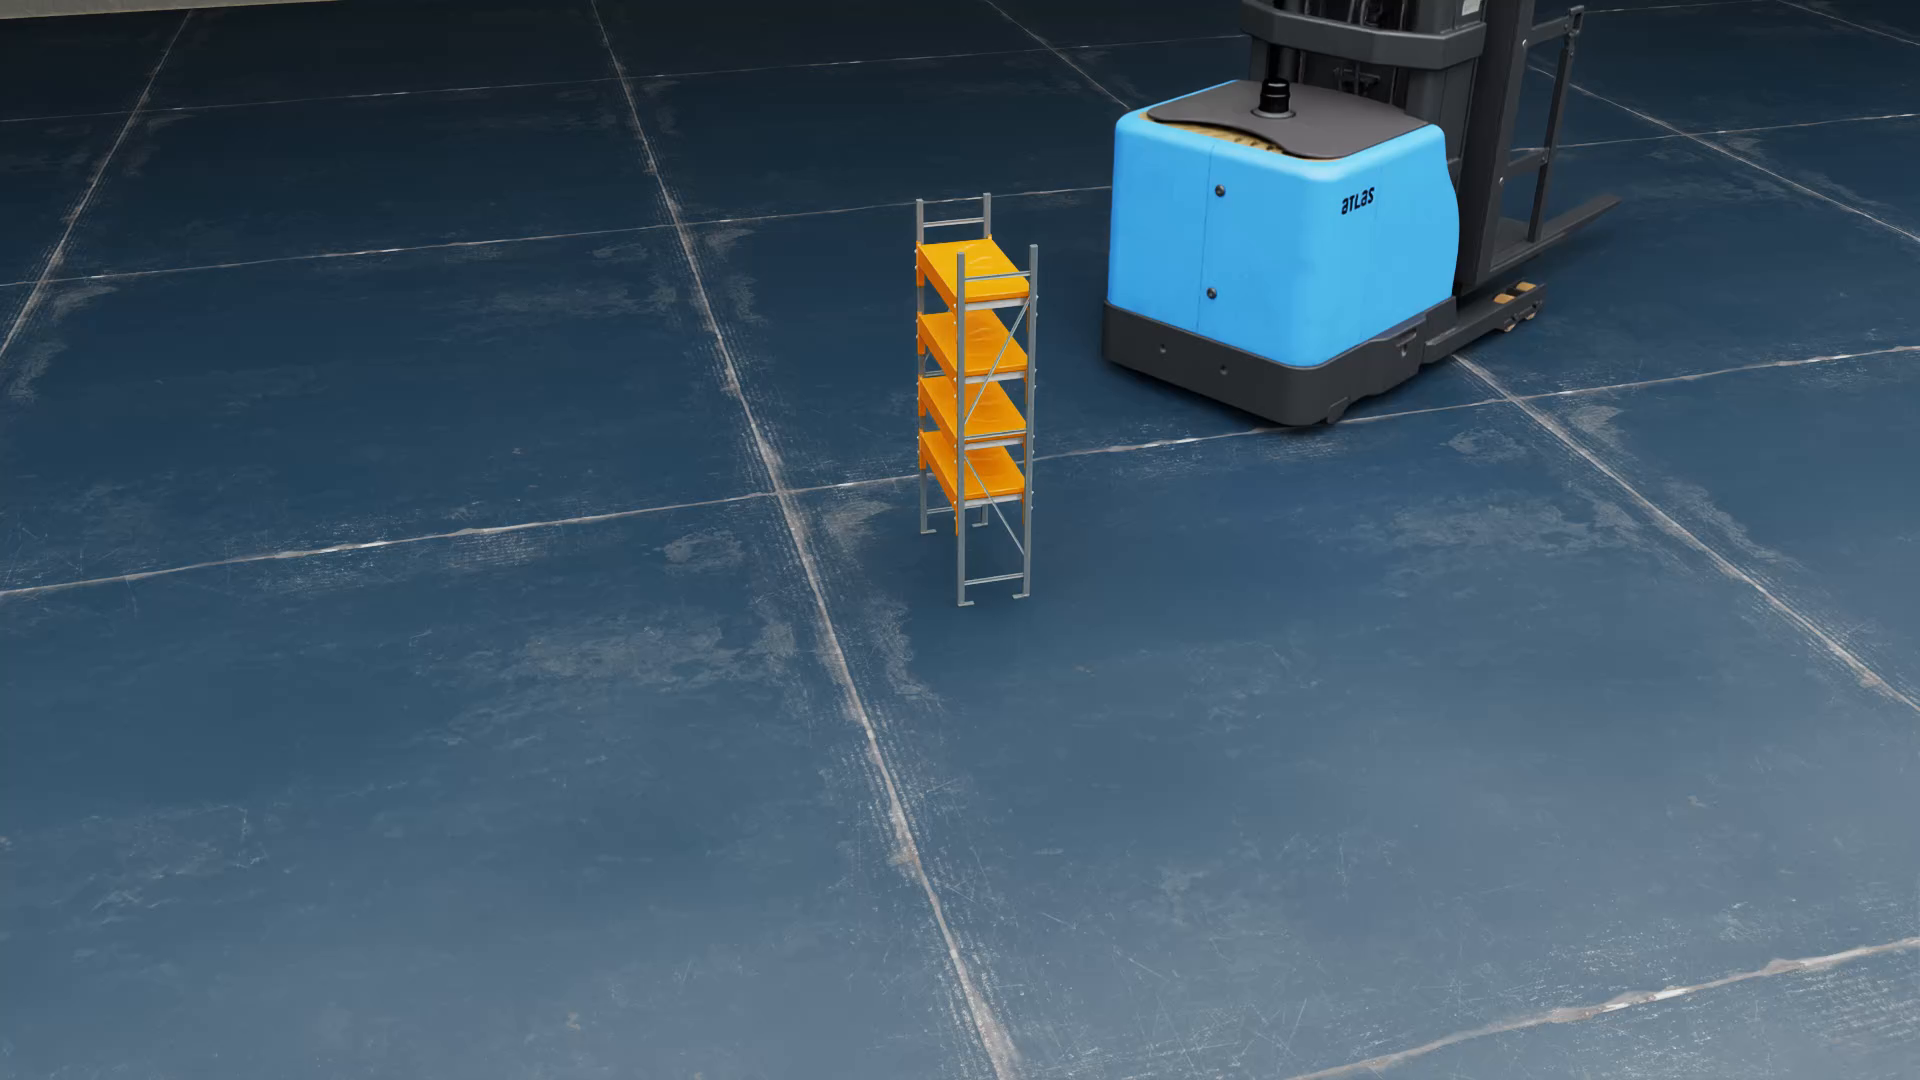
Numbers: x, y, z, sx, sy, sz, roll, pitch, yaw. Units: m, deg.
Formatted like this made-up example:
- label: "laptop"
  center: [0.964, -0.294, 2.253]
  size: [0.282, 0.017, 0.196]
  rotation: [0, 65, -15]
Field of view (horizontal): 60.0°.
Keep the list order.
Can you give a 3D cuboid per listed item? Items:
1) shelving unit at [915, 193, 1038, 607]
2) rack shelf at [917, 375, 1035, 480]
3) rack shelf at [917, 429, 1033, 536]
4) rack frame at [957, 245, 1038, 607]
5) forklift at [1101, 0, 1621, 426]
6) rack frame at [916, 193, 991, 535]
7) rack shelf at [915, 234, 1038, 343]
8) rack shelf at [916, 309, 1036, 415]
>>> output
- label: "shelving unit"
  center: [0.044, -0.439, 5.311]
  size: [0.258, 1.200, 0.503]
  rotation: [-8, 31, -13]
- label: "rack shelf"
  center: [0.044, -0.381, 5.345]
  size: [0.258, 0.148, 0.480]
  rotation: [-8, 31, -13]
- label: "rack shelf"
  center: [0.044, -0.209, 5.444]
  size: [0.258, 0.148, 0.480]
  rotation: [-8, 31, -13]
- label: "rack frame"
  center: [0.109, -0.321, 5.108]
  size: [0.240, 1.200, 0.015]
  rotation: [-8, 31, -13]
- label: "forklift"
  center: [1.979, -2.346, 6.877]
  size: [1.130, 2.935, 3.031]
  rotation: [26, 39, 37]
- label: "rack frame"
  center: [-0.021, -0.557, 5.515]
  size: [0.240, 1.200, 0.015]
  rotation: [-8, 31, -13]
- label: "rack shelf"
  center: [0.044, -0.779, 5.114]
  size: [0.258, 0.148, 0.480]
  rotation: [-8, 31, -13]
- label: "rack shelf"
  center: [0.044, -0.575, 5.233]
  size: [0.258, 0.148, 0.480]
  rotation: [-8, 31, -13]
